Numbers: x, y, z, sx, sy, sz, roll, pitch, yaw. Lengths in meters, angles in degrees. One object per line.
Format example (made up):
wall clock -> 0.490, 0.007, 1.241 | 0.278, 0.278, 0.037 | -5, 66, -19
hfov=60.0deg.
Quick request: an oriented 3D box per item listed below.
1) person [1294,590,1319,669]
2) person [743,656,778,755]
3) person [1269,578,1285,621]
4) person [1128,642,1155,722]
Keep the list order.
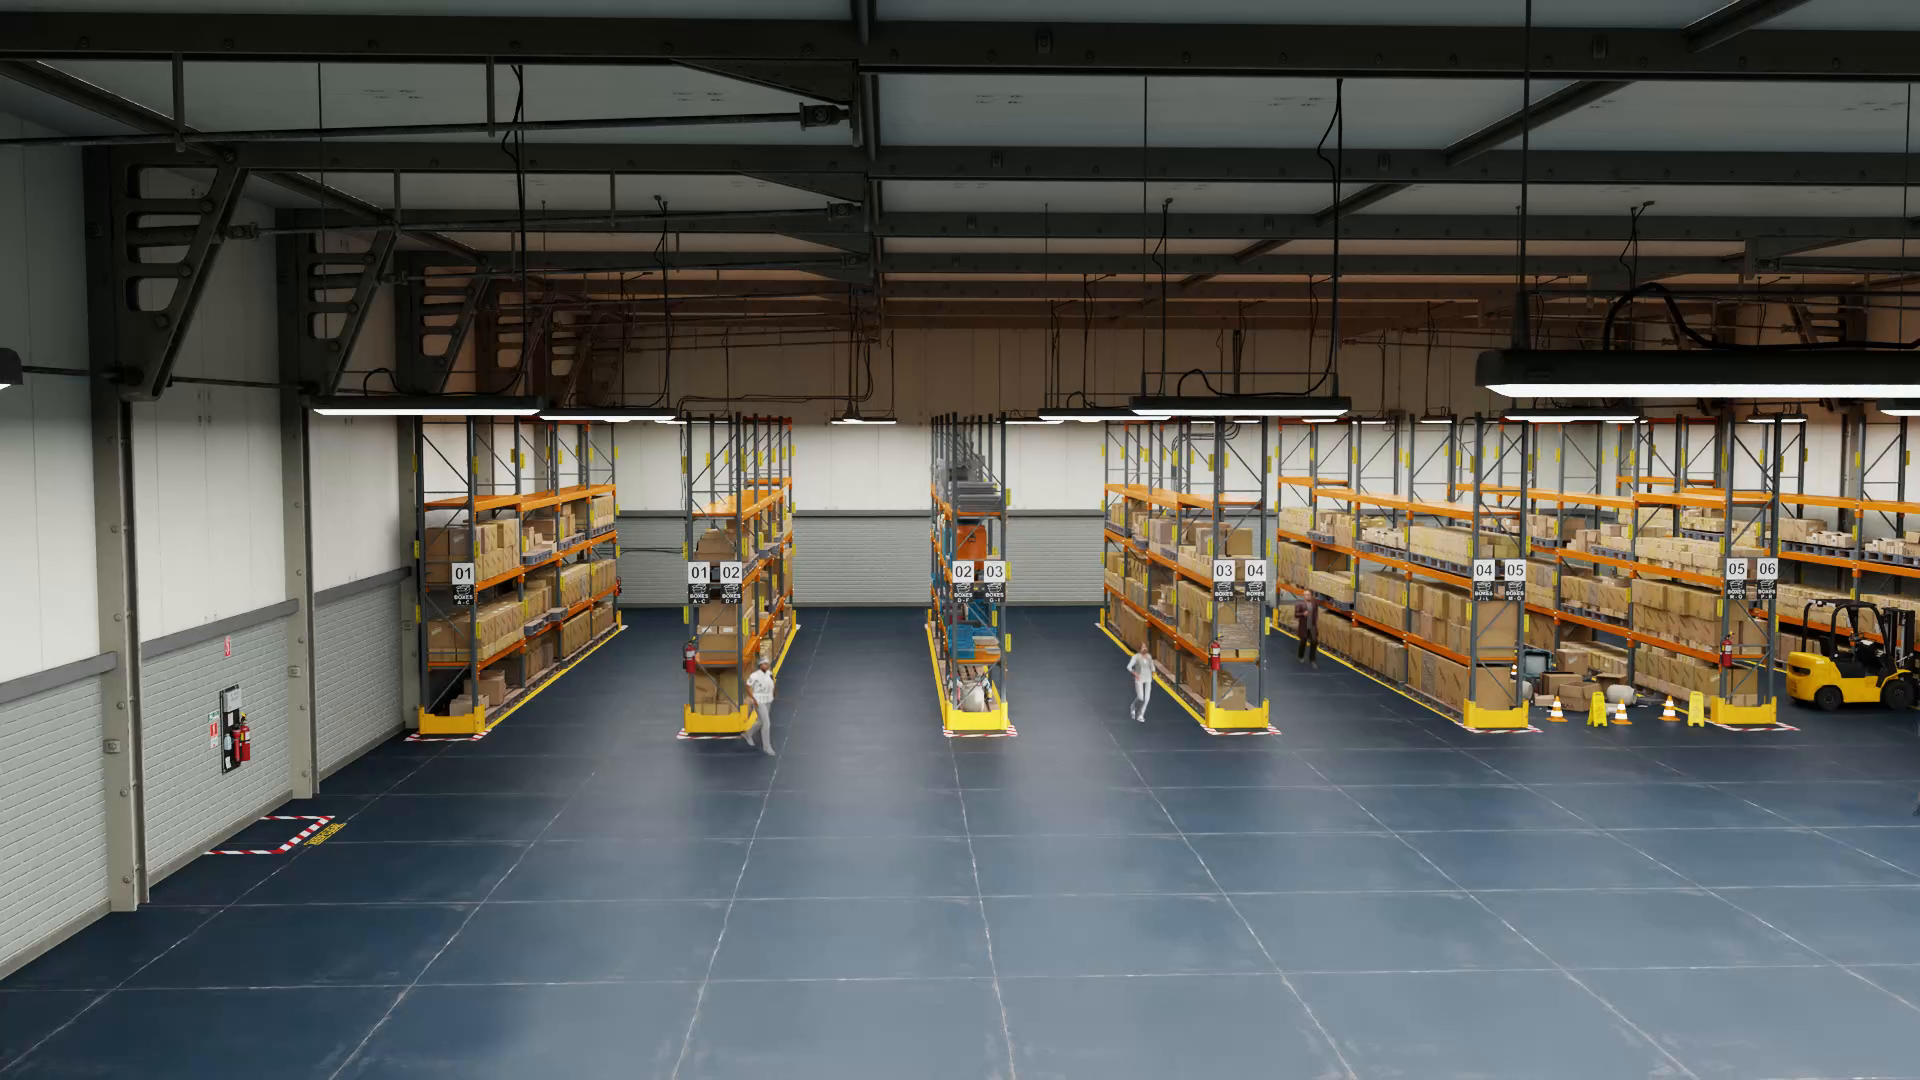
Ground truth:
person -> 8.296, 2.117, 39.759 | 0.685, 1.831, 0.831 | 0, 4, -6
person -> -3.519, 2.880, 29.315 | 0.824, 1.726, 0.578 | 3, 5, 35
person -> 9.355, 1.593, 48.808 | 0.472, 1.635, 0.663 | -1, 4, -11
person -> 3.550, 2.752, 32.298 | 0.546, 1.554, 0.535 | -1, 4, -15
